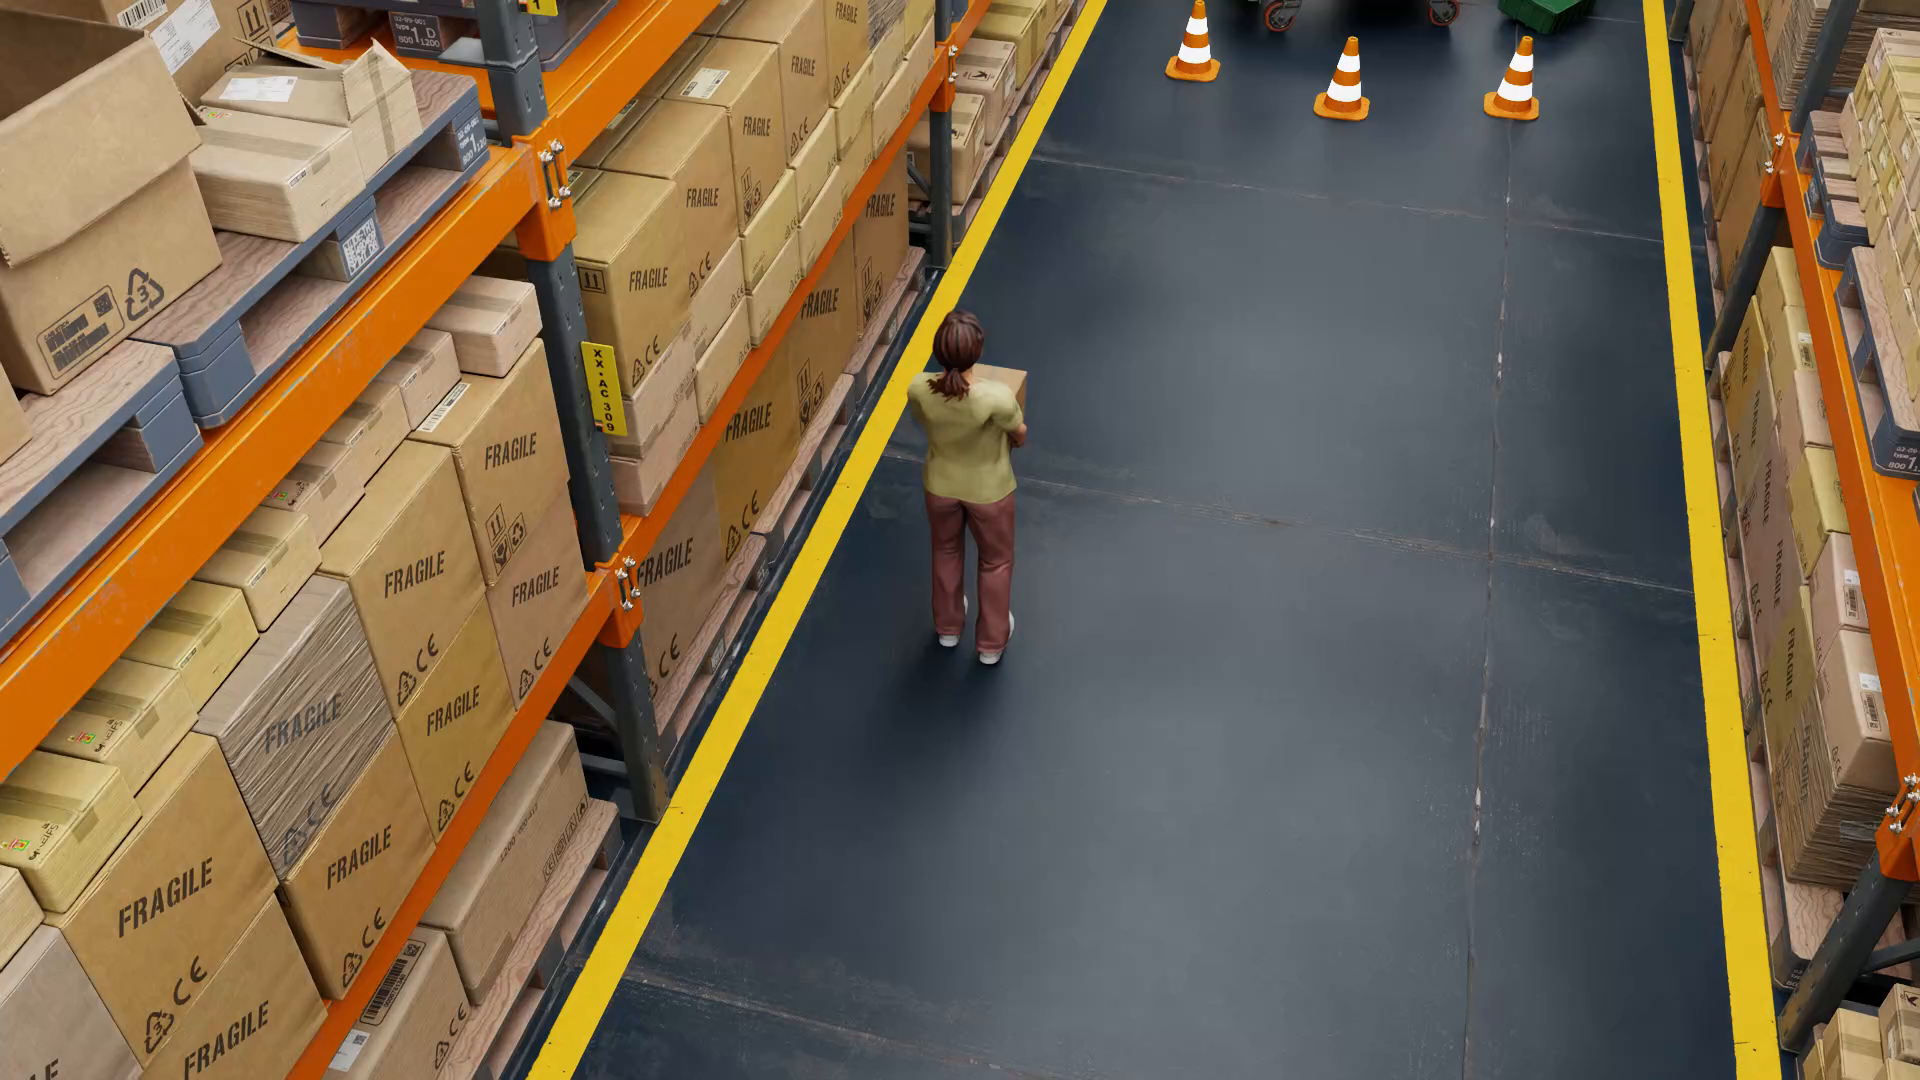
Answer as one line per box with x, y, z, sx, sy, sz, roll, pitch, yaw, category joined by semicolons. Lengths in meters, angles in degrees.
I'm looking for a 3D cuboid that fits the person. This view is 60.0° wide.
0.041;-0.239;6.442;0.426;1.662;0.554;10;42;11;person
